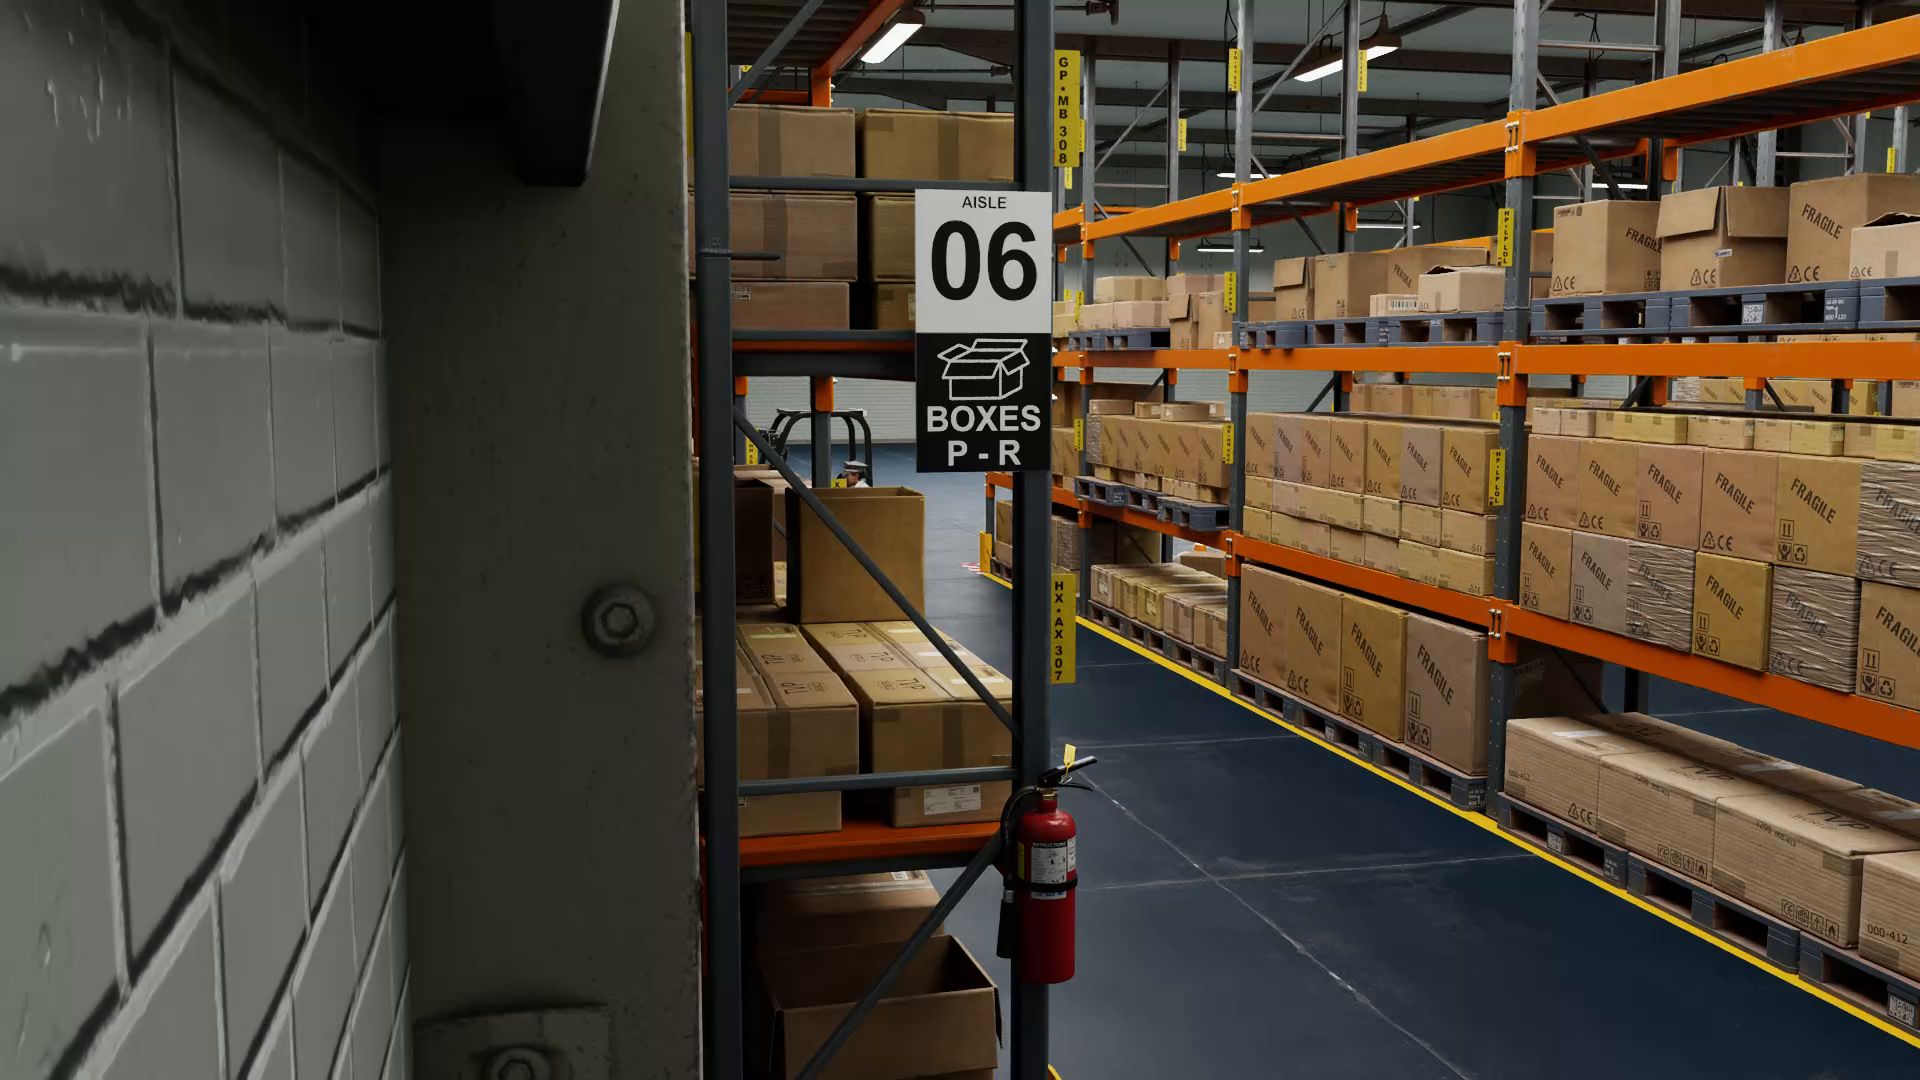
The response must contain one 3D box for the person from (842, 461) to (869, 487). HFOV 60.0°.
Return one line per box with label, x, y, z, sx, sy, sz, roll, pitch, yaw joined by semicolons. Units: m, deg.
person;-1.053;-0.003;17.501;0.378;1.663;0.531;-2;6;-14
